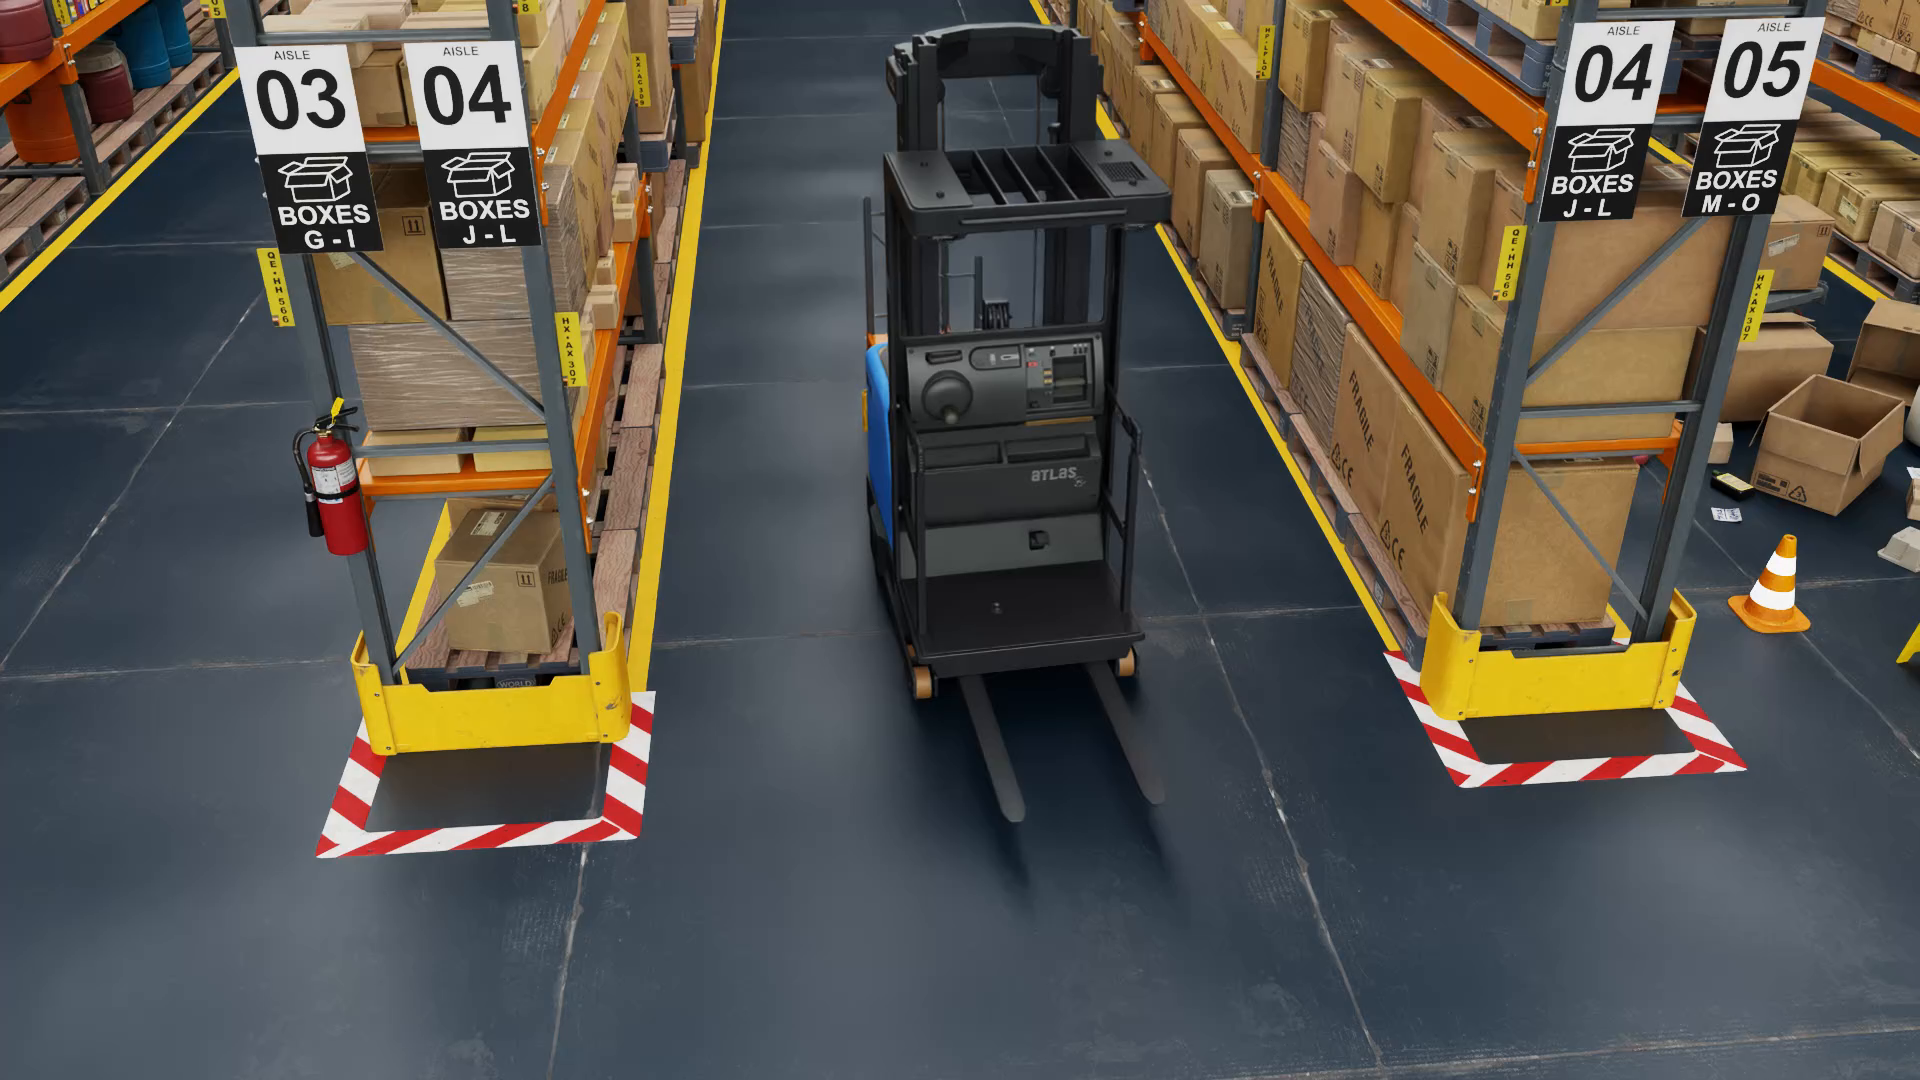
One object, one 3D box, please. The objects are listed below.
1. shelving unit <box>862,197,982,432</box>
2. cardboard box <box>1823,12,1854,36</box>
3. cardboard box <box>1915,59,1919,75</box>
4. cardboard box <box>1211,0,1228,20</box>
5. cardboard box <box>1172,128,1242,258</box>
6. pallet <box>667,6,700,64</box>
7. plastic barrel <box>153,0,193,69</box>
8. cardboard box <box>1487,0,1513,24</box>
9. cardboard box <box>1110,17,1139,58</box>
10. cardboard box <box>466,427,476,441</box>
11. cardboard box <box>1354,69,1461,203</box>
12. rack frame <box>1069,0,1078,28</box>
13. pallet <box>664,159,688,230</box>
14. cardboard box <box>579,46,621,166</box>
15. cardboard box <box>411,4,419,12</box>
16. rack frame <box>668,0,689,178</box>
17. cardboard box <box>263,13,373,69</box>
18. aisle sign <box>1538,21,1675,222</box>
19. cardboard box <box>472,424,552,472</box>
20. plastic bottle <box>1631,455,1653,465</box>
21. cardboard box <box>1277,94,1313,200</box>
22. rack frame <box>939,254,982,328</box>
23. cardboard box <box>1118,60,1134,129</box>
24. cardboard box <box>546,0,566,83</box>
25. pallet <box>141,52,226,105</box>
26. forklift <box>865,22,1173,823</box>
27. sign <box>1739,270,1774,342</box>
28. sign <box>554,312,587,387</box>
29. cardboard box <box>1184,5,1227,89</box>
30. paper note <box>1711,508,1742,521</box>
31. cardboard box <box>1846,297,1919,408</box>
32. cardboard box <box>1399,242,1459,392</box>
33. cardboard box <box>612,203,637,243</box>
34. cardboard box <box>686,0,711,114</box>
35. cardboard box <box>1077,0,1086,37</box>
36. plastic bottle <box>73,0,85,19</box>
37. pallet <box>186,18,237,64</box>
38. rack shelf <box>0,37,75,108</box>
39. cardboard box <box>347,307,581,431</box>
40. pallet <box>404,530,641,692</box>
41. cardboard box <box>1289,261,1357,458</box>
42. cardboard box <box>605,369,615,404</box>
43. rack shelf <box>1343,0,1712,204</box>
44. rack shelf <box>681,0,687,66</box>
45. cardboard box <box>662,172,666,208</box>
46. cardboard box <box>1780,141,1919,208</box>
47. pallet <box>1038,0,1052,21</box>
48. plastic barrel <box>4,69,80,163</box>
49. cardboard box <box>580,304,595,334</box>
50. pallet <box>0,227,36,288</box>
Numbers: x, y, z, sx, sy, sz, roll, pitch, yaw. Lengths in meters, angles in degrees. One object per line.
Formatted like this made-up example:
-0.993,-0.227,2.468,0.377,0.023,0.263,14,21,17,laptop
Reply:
-0.225,-1.113,9.651,0.587,1.500,1.083,-5,31,-9,shelving unit
6.938,-4.007,12.868,0.380,0.149,0.250,-2,31,-3,cardboard box
7.034,-3.352,11.772,0.380,0.149,0.250,-4,31,-6,cardboard box
2.250,-4.109,12.132,0.700,0.500,0.500,-3,31,-5,cardboard box
2.211,-2.625,12.505,1.050,0.750,0.750,-3,31,-5,cardboard box
-2.704,-4.021,13.243,1.213,0.211,1.003,-3,31,-5,pallet
-8.148,-5.268,16.780,0.600,0.901,0.708,-3,31,-5,plastic barrel
2.427,-2.249,6.902,0.380,0.149,0.250,-3,31,-4,cardboard box
1.688,-4.671,15.441,0.500,0.250,0.500,-2,31,-4,cardboard box
-2.384,-0.533,7.462,0.380,0.149,0.250,-3,31,-5,cardboard box
2.583,-2.116,8.668,0.875,0.550,0.500,-3,31,-5,cardboard box
1.697,-6.690,17.525,1.000,3.000,0.127,-3,31,-5,rack frame
-2.805,-2.866,13.842,1.003,0.211,1.213,-3,31,-5,pallet
-2.093,-2.292,8.800,0.500,0.500,0.500,-3,31,-5,cardboard box
-2.477,-2.089,7.044,0.500,0.250,0.500,-3,31,-4,cardboard box
-2.877,-4.462,13.795,1.000,3.000,0.127,-3,31,-5,rack frame
-2.466,-1.899,6.336,0.380,0.149,0.250,-3,31,-5,cardboard box
2.526,-1.629,6.517,0.394,0.787,0.004,-3,31,-5,aisle sign
-1.919,-0.426,7.284,0.380,0.149,0.250,-3,31,-5,cardboard box
4.030,-0.493,10.016,0.283,0.061,0.133,-14,33,-22,plastic bottle
2.491,-2.482,10.334,0.875,0.550,0.550,-3,31,-5,cardboard box
-0.129,-0.853,9.215,0.500,1.500,0.032,-5,31,-9,rack frame
1.749,-4.078,15.181,0.500,0.500,0.500,-3,31,-5,cardboard box
-1.971,-2.122,7.099,0.500,0.250,0.500,-3,31,-6,cardboard box
-8.151,-4.674,16.869,1.003,0.211,1.213,-3,31,-5,pallet
0.255,-0.698,7.560,1.130,2.935,3.031,-5,31,-9,forklift
3.371,-0.993,7.065,0.100,0.325,0.005,-3,31,-5,sign
-1.589,-0.775,6.778,0.100,0.325,0.005,-3,31,-5,sign
1.985,-3.677,12.384,0.500,0.500,0.500,-3,31,-5,cardboard box
4.366,-0.149,9.471,0.144,0.017,0.142,8,32,13,paper note
6.109,-1.210,10.786,0.500,0.500,0.500,20,36,29,cardboard box
2.665,-1.095,8.011,0.875,0.550,0.550,-3,31,-5,cardboard box
-2.079,-1.835,9.642,0.380,0.149,0.250,-3,31,-5,cardboard box
-2.996,-4.539,15.586,1.225,0.875,0.875,-3,31,-4,cardboard box
1.502,-5.407,17.406,0.500,0.500,0.500,-2,31,-3,cardboard box
-7.512,-4.581,14.108,0.061,0.283,0.133,-3,31,-5,plastic bottle
-8.289,-5.443,18.157,1.003,0.211,1.213,-3,31,-5,pallet
-7.621,-2.895,11.872,1.077,0.370,4.000,-3,31,-5,rack shelf
-2.153,-0.830,7.327,0.875,0.500,0.500,-3,31,-5,cardboard box
-2.177,0.365,8.434,1.003,0.211,1.213,-3,31,-5,pallet
2.522,-1.089,9.811,0.875,0.875,0.875,-3,31,-4,cardboard box
-2.445,-1.028,10.075,0.500,0.500,0.500,7,32,11,cardboard box
2.631,-2.563,8.393,1.077,0.370,4.000,-3,31,-5,rack shelf
-3.064,-5.174,15.689,1.077,0.370,4.000,-3,31,-5,rack shelf
-2.730,-2.954,13.279,0.700,0.500,0.500,-5,31,-9,cardboard box
7.175,-2.936,13.393,0.950,0.372,0.625,-2,31,-3,cardboard box
1.482,-6.458,19.857,1.003,0.211,1.213,-3,31,-5,pallet
-7.871,-3.722,14.263,0.600,0.830,0.708,-3,31,-5,plastic barrel
-2.042,-1.064,8.352,0.380,0.149,0.250,-3,31,-5,cardboard box
-7.664,-2.008,12.407,1.003,0.211,1.213,-3,31,-5,pallet
